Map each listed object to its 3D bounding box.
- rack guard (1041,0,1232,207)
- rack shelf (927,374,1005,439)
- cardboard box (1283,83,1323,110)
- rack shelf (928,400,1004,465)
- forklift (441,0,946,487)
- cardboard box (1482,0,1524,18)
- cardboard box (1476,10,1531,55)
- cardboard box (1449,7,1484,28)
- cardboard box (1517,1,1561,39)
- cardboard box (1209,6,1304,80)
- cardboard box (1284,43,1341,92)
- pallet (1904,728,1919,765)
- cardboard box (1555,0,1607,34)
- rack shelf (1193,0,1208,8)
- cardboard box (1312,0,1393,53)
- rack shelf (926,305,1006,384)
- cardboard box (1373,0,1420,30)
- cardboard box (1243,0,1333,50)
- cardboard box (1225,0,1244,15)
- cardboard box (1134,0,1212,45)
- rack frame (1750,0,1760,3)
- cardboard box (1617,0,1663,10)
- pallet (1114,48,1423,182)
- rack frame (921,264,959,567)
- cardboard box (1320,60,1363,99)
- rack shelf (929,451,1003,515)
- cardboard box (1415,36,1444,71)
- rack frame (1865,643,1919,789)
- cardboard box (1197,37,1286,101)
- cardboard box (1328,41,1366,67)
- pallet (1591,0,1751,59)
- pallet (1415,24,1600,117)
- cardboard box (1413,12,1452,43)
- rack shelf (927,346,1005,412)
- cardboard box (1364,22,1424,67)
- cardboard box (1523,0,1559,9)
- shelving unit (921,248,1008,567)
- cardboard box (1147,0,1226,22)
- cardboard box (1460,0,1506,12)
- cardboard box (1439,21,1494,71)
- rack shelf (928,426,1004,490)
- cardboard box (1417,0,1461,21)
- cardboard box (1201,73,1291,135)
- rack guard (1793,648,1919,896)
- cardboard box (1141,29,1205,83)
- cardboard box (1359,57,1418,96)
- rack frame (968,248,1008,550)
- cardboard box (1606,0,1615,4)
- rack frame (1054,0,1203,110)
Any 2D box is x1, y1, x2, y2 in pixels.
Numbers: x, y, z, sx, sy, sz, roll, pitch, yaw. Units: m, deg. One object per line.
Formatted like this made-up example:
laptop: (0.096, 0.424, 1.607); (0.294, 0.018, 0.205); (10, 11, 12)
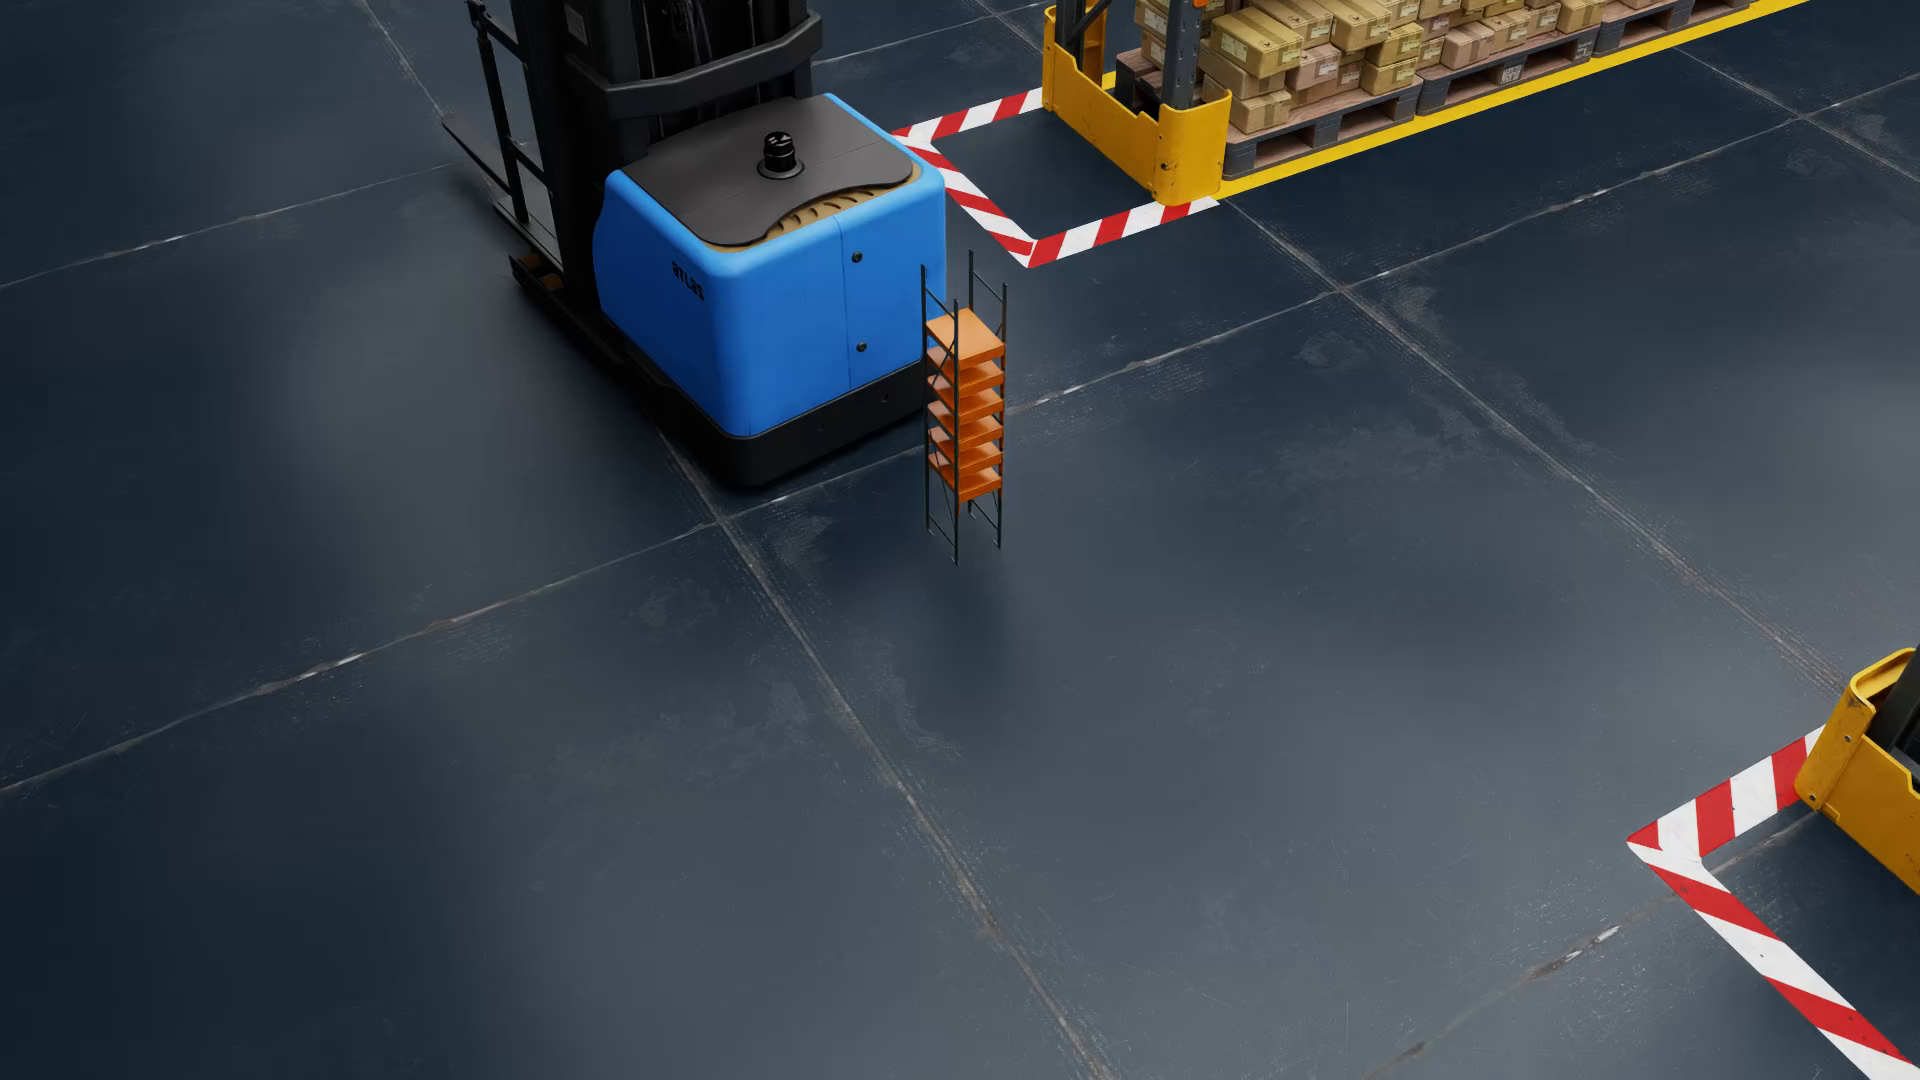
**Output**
rack guard: (0.835, -2.154, 8.110); (0.348, 0.500, 1.175); (-22, 48, -21)
rack shelf: (0.013, -0.490, 5.785); (0.180, 0.103, 0.258); (-22, 48, -21)
cardboard box: (1.569, -2.281, 8.192); (0.250, 0.149, 0.380); (-22, 48, -21)
rack shelf: (0.013, -0.404, 5.868); (0.180, 0.103, 0.258); (-22, 48, -21)
forklift: (-1.328, -2.234, 6.448); (1.130, 2.935, 3.031); (-28, 51, -26)
cardboard box: (2.698, -2.865, 8.580); (0.250, 0.149, 0.380); (-20, 47, -19)
cardboard box: (2.718, -2.685, 8.609); (0.250, 0.149, 0.380); (-22, 48, -21)
cardboard box: (2.459, -2.777, 8.489); (0.250, 0.149, 0.380); (-19, 47, -19)
cardboard box: (2.910, -2.789, 8.715); (0.250, 0.149, 0.380); (-21, 48, -20)
cardboard box: (1.393, -2.342, 7.828); (0.250, 0.149, 0.380); (-24, 49, -23)
cardboard box: (1.617, -2.346, 8.046); (0.250, 0.149, 0.380); (-22, 48, -21)
pallet: (3.807, 0.682, 5.396); (1.213, 0.211, 1.003); (-22, 48, -21)
cardboard box: (3.170, -2.839, 8.767); (0.250, 0.149, 0.380); (-22, 48, -21)
rack shelf: (2.504, -3.460, 8.178); (4.000, 0.370, 1.077); (-22, 48, -21)
cardboard box: (1.854, -2.520, 8.012); (0.250, 0.149, 0.380); (-22, 48, -21)
rack shelf: (0.013, -0.662, 5.618); (0.180, 0.103, 0.258); (-22, 48, -21)
cardboard box: (2.028, -2.656, 8.152); (0.250, 0.149, 0.380); (-24, 49, -23)
cardboard box: (1.572, -2.510, 8.001); (0.250, 0.149, 0.380); (-21, 48, -20)
cardboard box: (1.349, -2.755, 8.253); (0.250, 0.149, 0.380); (-21, 48, -20)
cardboard box: (1.085, -2.614, 8.322); (0.250, 0.149, 0.380); (-23, 49, -22)
rack frame: (4.238, -4.412, 8.642); (0.127, 3.000, 1.000); (-22, 48, -21)
cardboard box: (3.603, -3.028, 8.961); (0.250, 0.149, 0.380); (-23, 49, -22)
pallet: (1.557, -2.311, 8.479); (1.213, 0.211, 1.003); (-22, 48, -21)
rack frame: (-0.067, -0.404, 5.805); (0.006, 1.200, 0.240); (-22, 48, -21)
cardboard box: (1.781, -2.371, 8.285); (0.250, 0.149, 0.380); (-21, 48, -21)
rack shelf: (0.013, -0.231, 6.035); (0.180, 0.103, 0.258); (-22, 48, -21)
cardboard box: (2.231, -2.540, 8.458); (0.250, 0.149, 0.380); (-22, 48, -21)
rack frame: (3.153, 0.006, 4.090); (0.127, 3.000, 1.000); (-22, 48, -21)
cardboard box: (1.352, -2.285, 7.983); (0.250, 0.149, 0.380); (-20, 48, -19)
cardboard box: (1.785, -2.485, 8.188); (0.250, 0.149, 0.380); (-21, 48, -20)
pallet: (3.673, -3.157, 9.352); (1.213, 0.211, 1.003); (-22, 48, -21)
pallet: (2.614, -2.731, 8.912); (1.213, 0.211, 1.003); (-22, 48, -21)
cardboard box: (2.245, -2.658, 8.367); (0.250, 0.149, 0.380); (-24, 49, -23)
rack shelf: (0.013, -0.576, 5.701); (0.180, 0.103, 0.258); (-22, 48, -21)
cardboard box: (2.062, -2.508, 8.213); (0.250, 0.149, 0.380); (-20, 48, -20)
cardboard box: (2.951, -2.931, 8.649); (0.250, 0.149, 0.380); (-24, 49, -23)
shelving unit: (0.013, -0.436, 5.837); (0.189, 1.200, 0.258); (-22, 48, -21)
cardboard box: (1.102, -2.702, 8.199); (0.250, 0.149, 0.380); (-21, 48, -20)
cardboard box: (2.524, -2.811, 8.311); (0.250, 0.149, 0.380); (-21, 48, -20)
cardboard box: (2.491, -2.573, 8.493); (0.250, 0.149, 0.380); (-24, 49, -23)
rack shelf: (0.013, -0.318, 5.952); (0.180, 0.103, 0.258); (-22, 48, -21)
cardboard box: (2.273, -2.747, 8.245); (0.250, 0.149, 0.380); (-20, 48, -19)
cardboard box: (1.383, -2.140, 8.047); (0.250, 0.149, 0.380); (-21, 48, -20)
rack guard: (3.132, 0.911, 4.952); (0.348, 0.500, 1.175); (-22, 48, -21)
cardboard box: (1.122, -2.461, 8.377); (0.250, 0.149, 0.380); (-21, 48, -20)
cardboard box: (2.058, -2.394, 8.308); (0.250, 0.149, 0.380); (-21, 48, -20)
rack frame: (0.092, -0.467, 5.870); (0.006, 1.200, 0.240); (-22, 48, -21)
cardboard box: (3.315, -3.010, 8.943); (0.250, 0.149, 0.380); (-23, 49, -22)
rack frame: (0.769, -3.024, 7.212); (0.127, 3.000, 1.000); (-22, 48, -21)
